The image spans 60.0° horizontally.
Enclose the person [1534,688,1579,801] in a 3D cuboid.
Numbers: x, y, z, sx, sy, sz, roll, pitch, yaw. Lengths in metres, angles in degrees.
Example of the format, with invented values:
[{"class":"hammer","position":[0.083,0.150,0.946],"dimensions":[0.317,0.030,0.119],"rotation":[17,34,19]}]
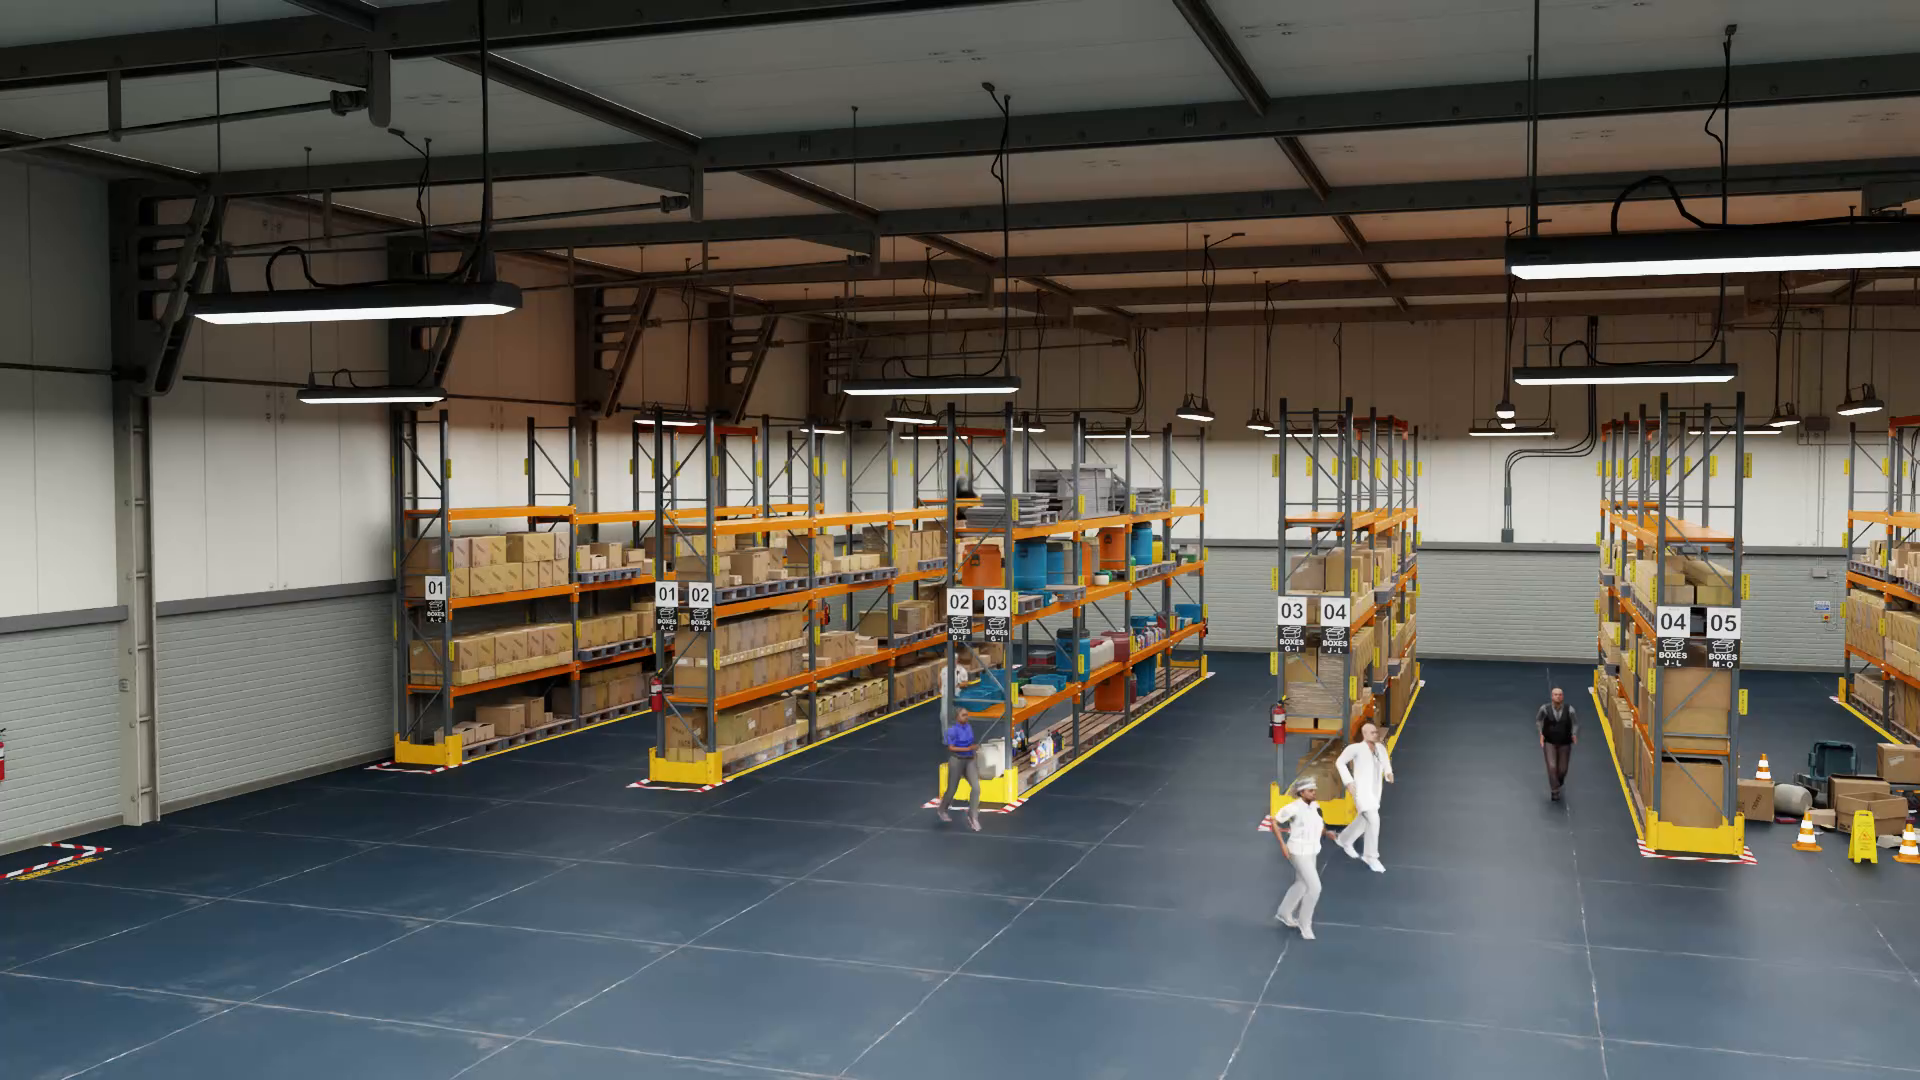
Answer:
[{"class":"person","position":[9.075,3.094,25.313],"dimensions":[0.645,1.662,0.747],"rotation":[1,3,15]}]

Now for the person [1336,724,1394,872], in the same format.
[{"class":"person","position":[5.095,3.219,21.008],"dimensions":[0.694,1.843,0.887],"rotation":[-2,3,-33]}]

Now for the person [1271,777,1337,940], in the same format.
[{"class":"person","position":[3.707,3.407,17.890],"dimensions":[0.563,1.744,0.740],"rotation":[-2,3,-44]}]

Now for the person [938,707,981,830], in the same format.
[{"class":"person","position":[0.026,3.180,23.251],"dimensions":[0.555,1.711,0.776],"rotation":[-2,3,-36]}]

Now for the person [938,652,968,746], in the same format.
[{"class":"person","position":[-0.138,2.886,30.175],"dimensions":[0.577,1.712,0.705],"rotation":[0,2,10]}]
